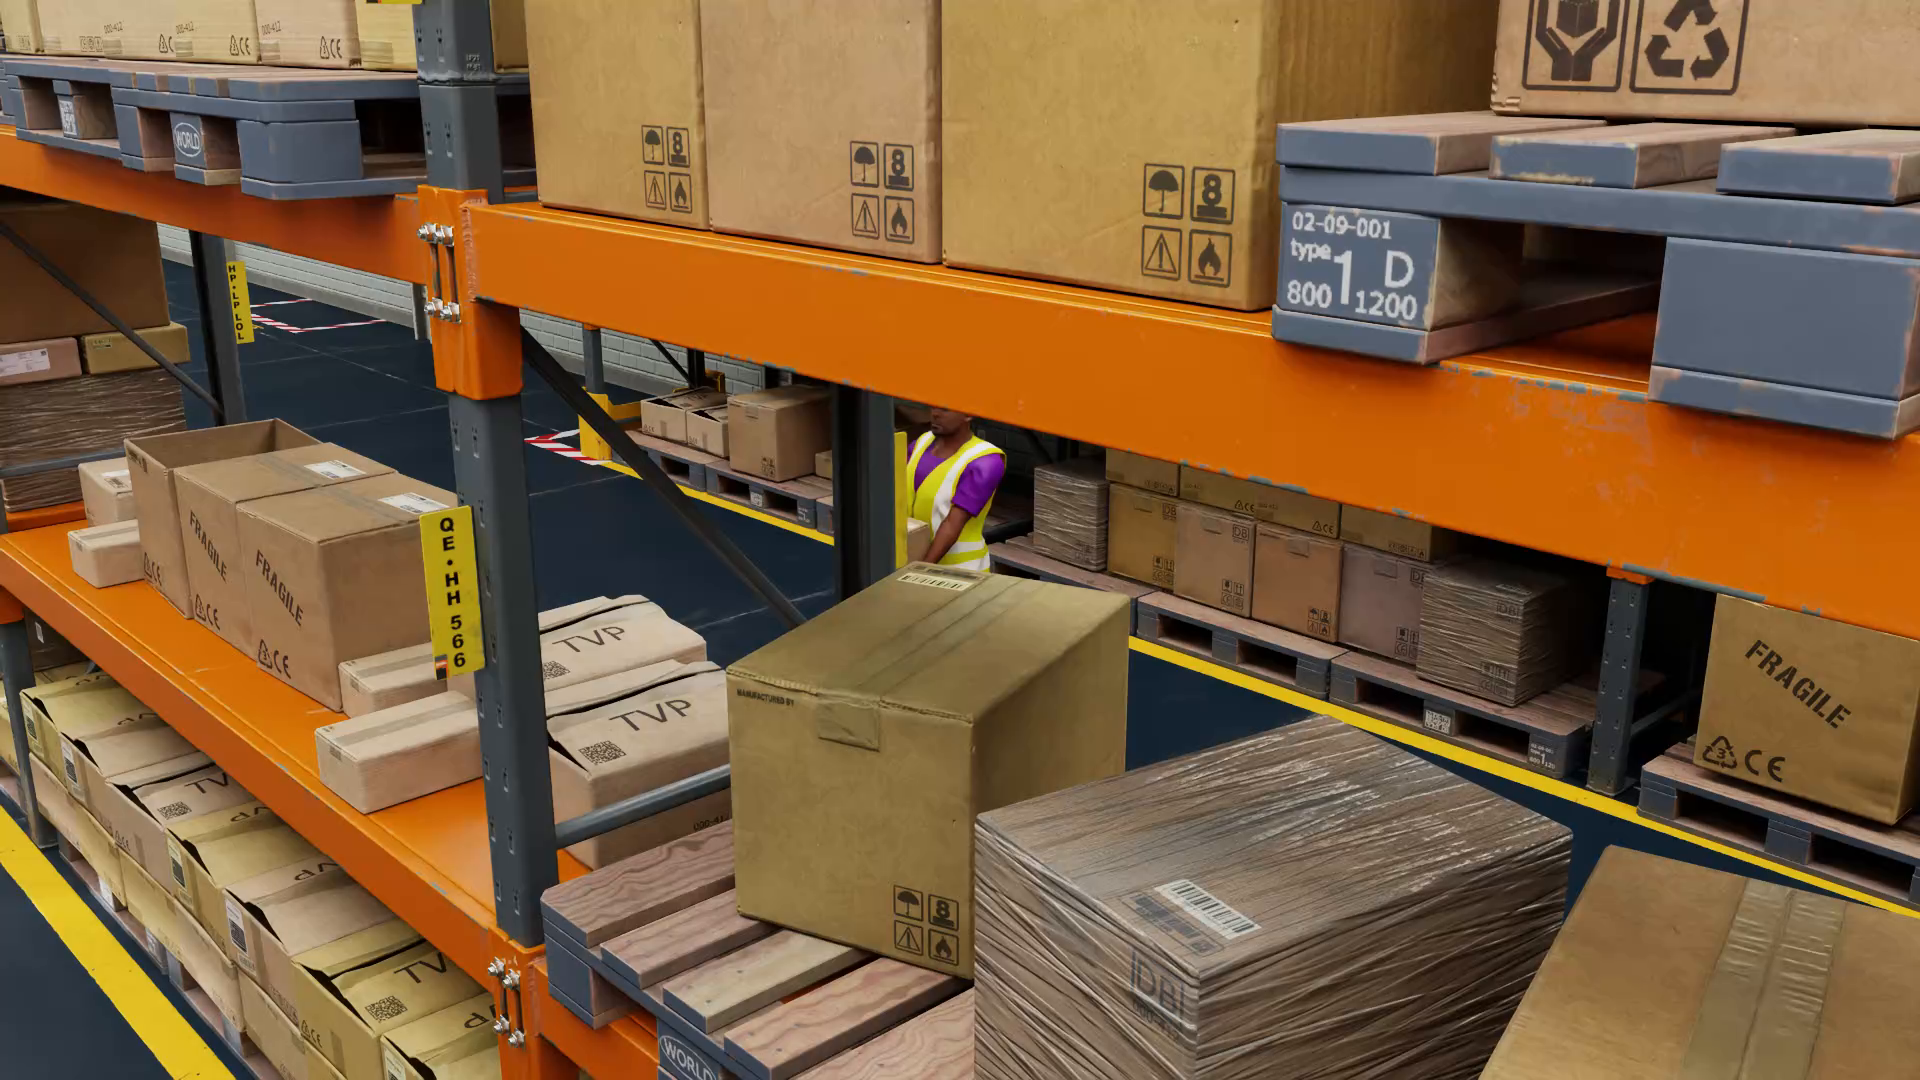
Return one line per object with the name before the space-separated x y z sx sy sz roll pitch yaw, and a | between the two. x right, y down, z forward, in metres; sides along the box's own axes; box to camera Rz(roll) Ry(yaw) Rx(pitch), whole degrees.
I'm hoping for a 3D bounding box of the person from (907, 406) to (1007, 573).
person | -0.143 0.171 6.963 0.587 1.760 0.503 -15 23 -40
